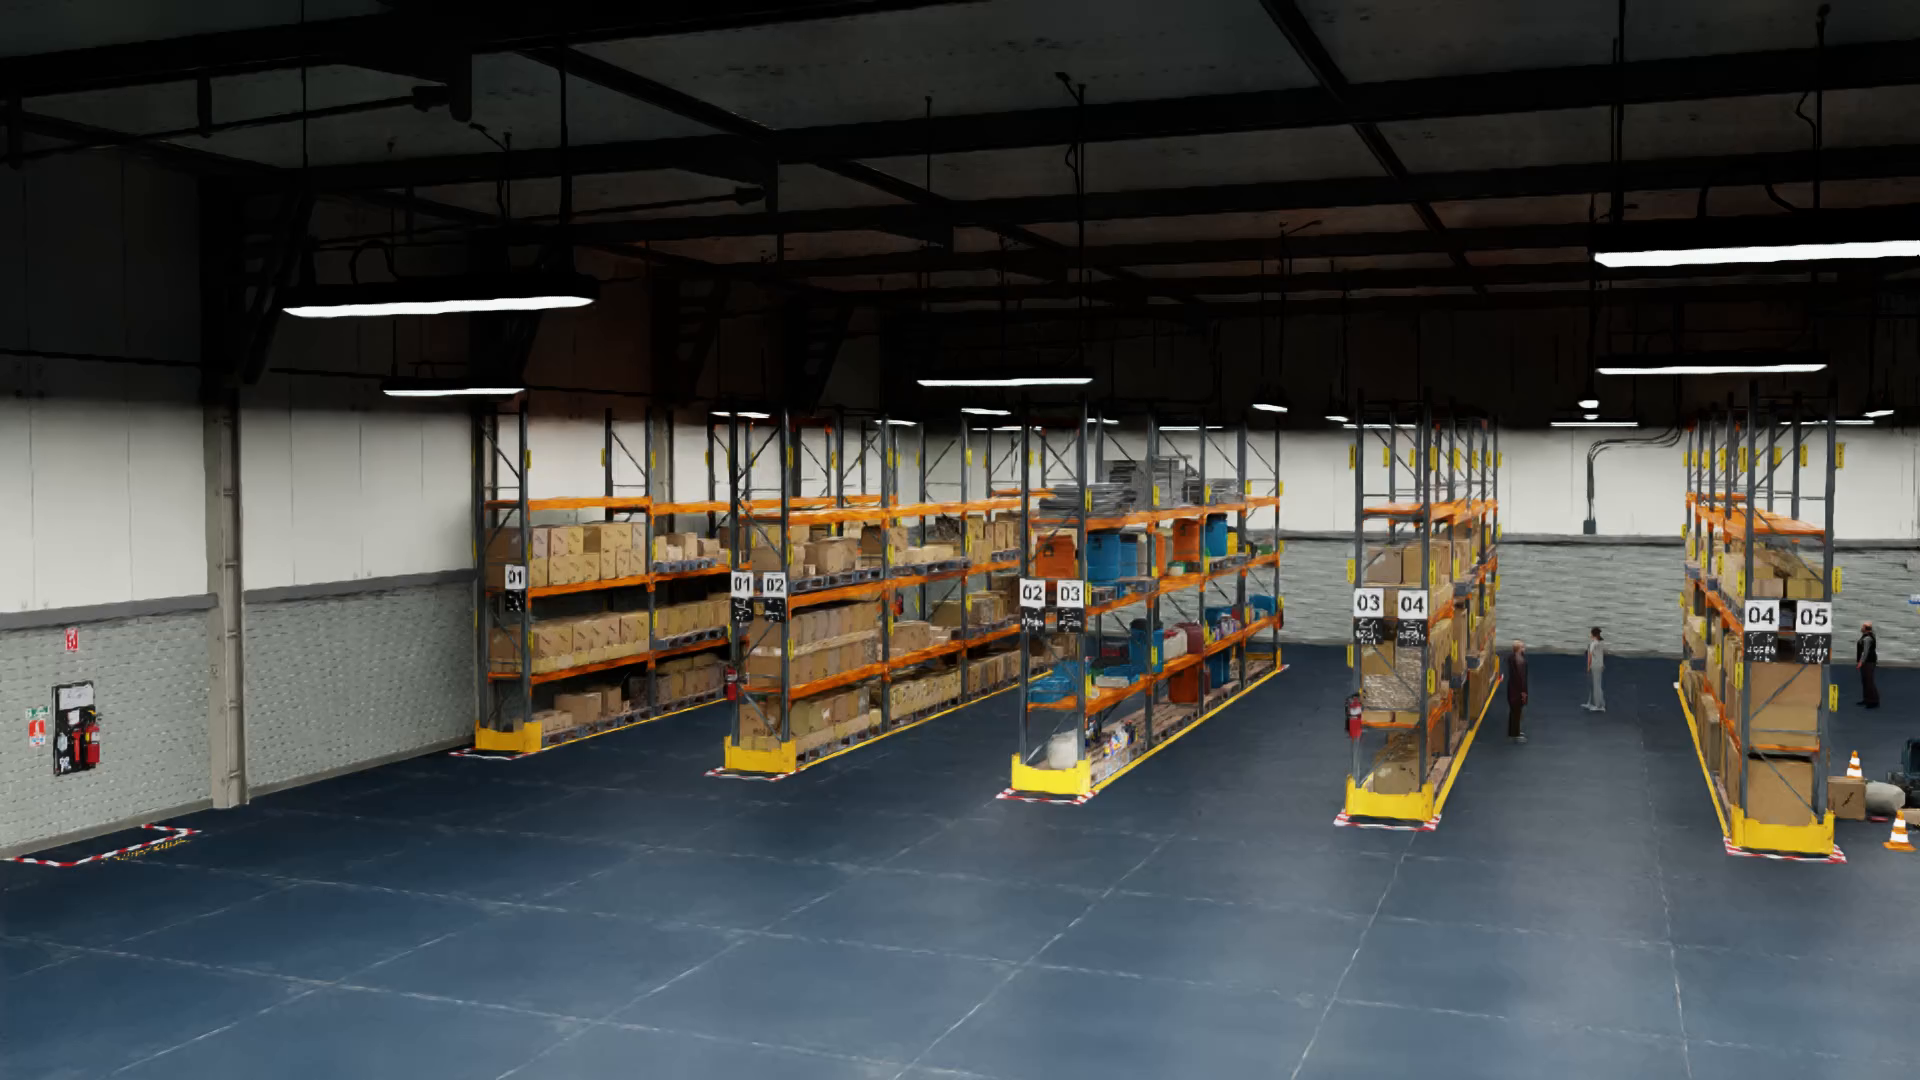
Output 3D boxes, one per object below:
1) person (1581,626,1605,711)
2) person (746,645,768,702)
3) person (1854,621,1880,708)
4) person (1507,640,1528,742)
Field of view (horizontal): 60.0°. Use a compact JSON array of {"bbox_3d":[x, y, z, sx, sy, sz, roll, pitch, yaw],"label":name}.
[{"bbox_3d":[12.613,2.541,33.095,0.580,1.666,0.575,3,4,44],"label":"person"},{"bbox_3d":[-3.882,2.572,32.085,0.556,1.709,1.127,1,3,19],"label":"person"},{"bbox_3d":[18.357,2.510,33.614,0.467,1.749,0.565,2,3,32],"label":"person"},{"bbox_3d":[9.895,2.657,29.434,0.447,1.784,0.677,0,3,1],"label":"person"}]
